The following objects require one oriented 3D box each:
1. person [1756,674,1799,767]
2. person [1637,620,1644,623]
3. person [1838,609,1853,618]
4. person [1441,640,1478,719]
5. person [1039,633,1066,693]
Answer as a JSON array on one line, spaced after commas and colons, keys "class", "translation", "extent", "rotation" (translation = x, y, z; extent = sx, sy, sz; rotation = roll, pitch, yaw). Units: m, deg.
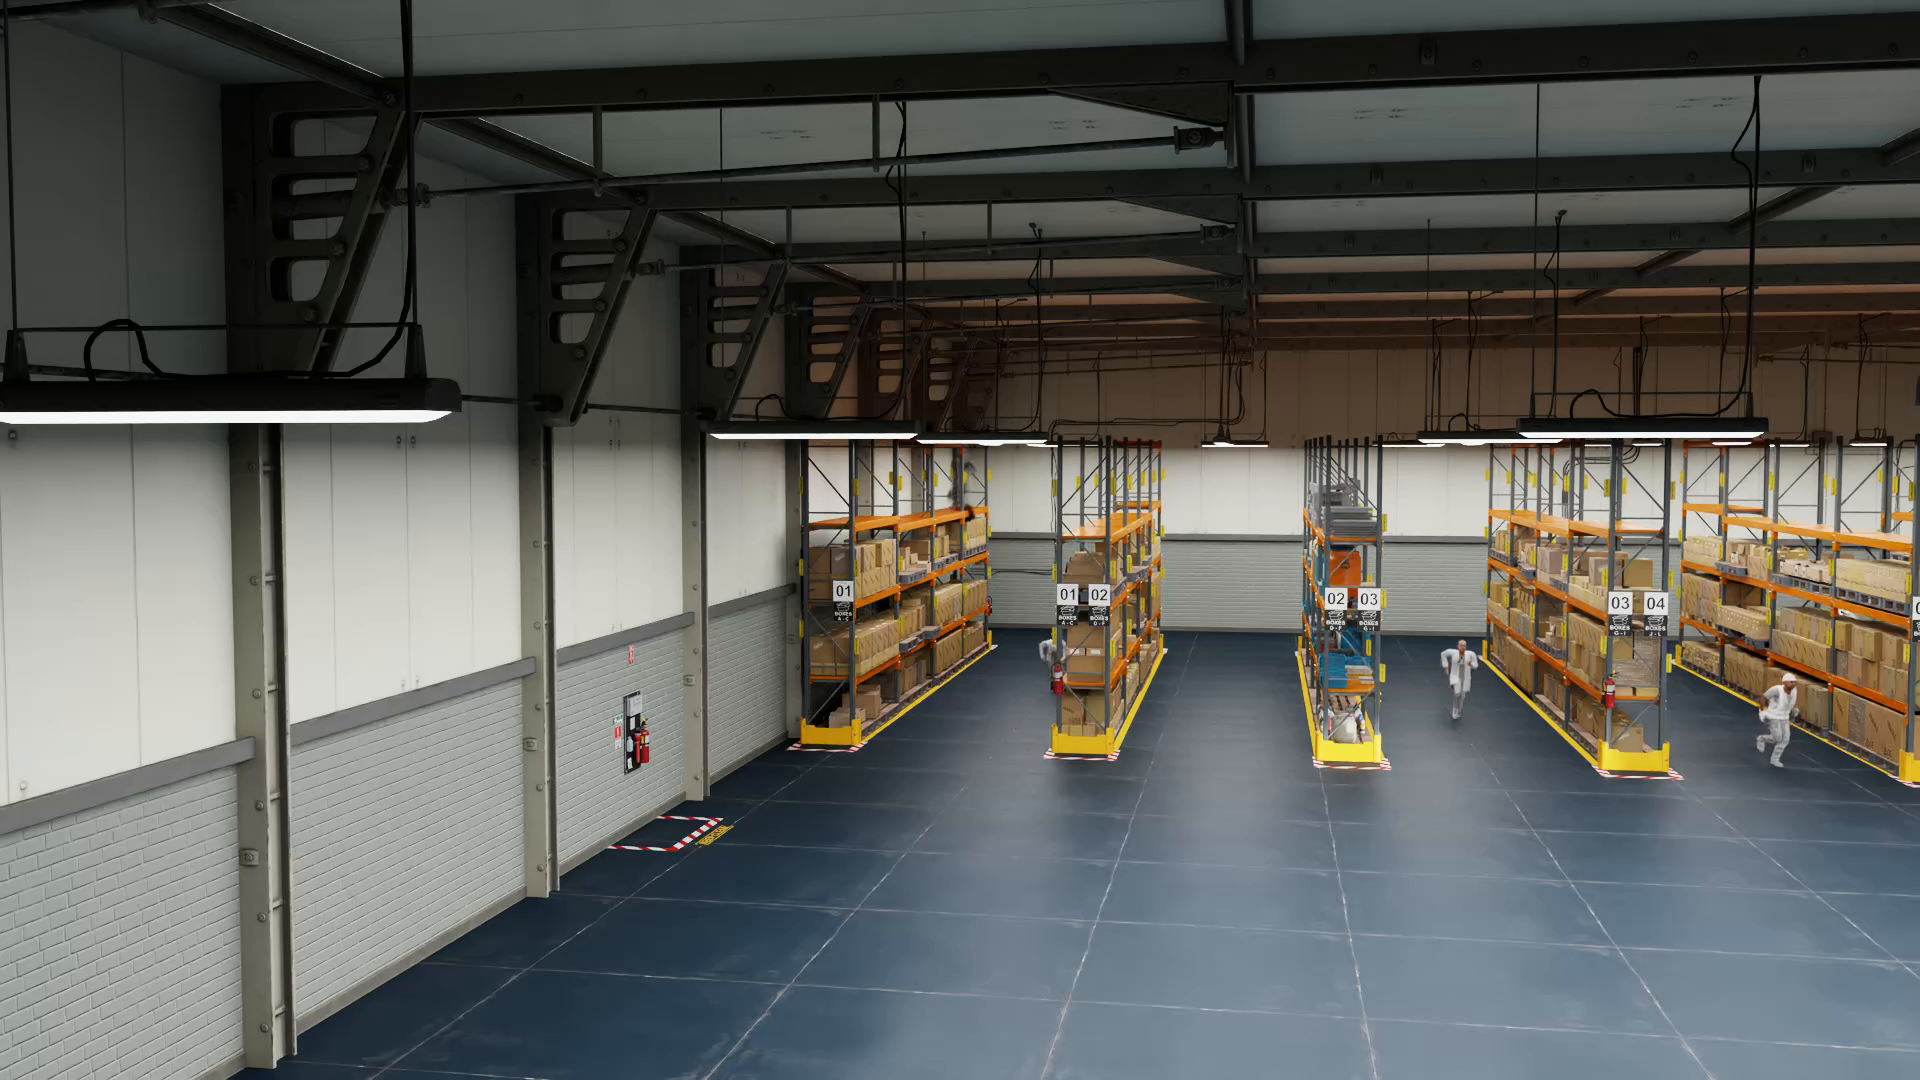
[{"class": "person", "translation": [14.868, 3.249, 30.249], "extent": [0.678, 1.706, 0.806], "rotation": [-1, 3, -22]}, {"class": "person", "translation": [16.465, 2.697, 40.224], "extent": [0.712, 1.777, 1.000], "rotation": [0, 3, 5]}, {"class": "person", "translation": [24.452, 2.406, 46.035], "extent": [0.611, 1.655, 0.609], "rotation": [-1, 3, -10]}, {"class": "person", "translation": [10.553, 2.949, 35.129], "extent": [0.690, 1.706, 0.949], "rotation": [0, 3, 4]}, {"class": "person", "translation": [2.186, 2.879, 39.014], "extent": [0.641, 1.486, 0.749], "rotation": [0, 3, -8]}]
